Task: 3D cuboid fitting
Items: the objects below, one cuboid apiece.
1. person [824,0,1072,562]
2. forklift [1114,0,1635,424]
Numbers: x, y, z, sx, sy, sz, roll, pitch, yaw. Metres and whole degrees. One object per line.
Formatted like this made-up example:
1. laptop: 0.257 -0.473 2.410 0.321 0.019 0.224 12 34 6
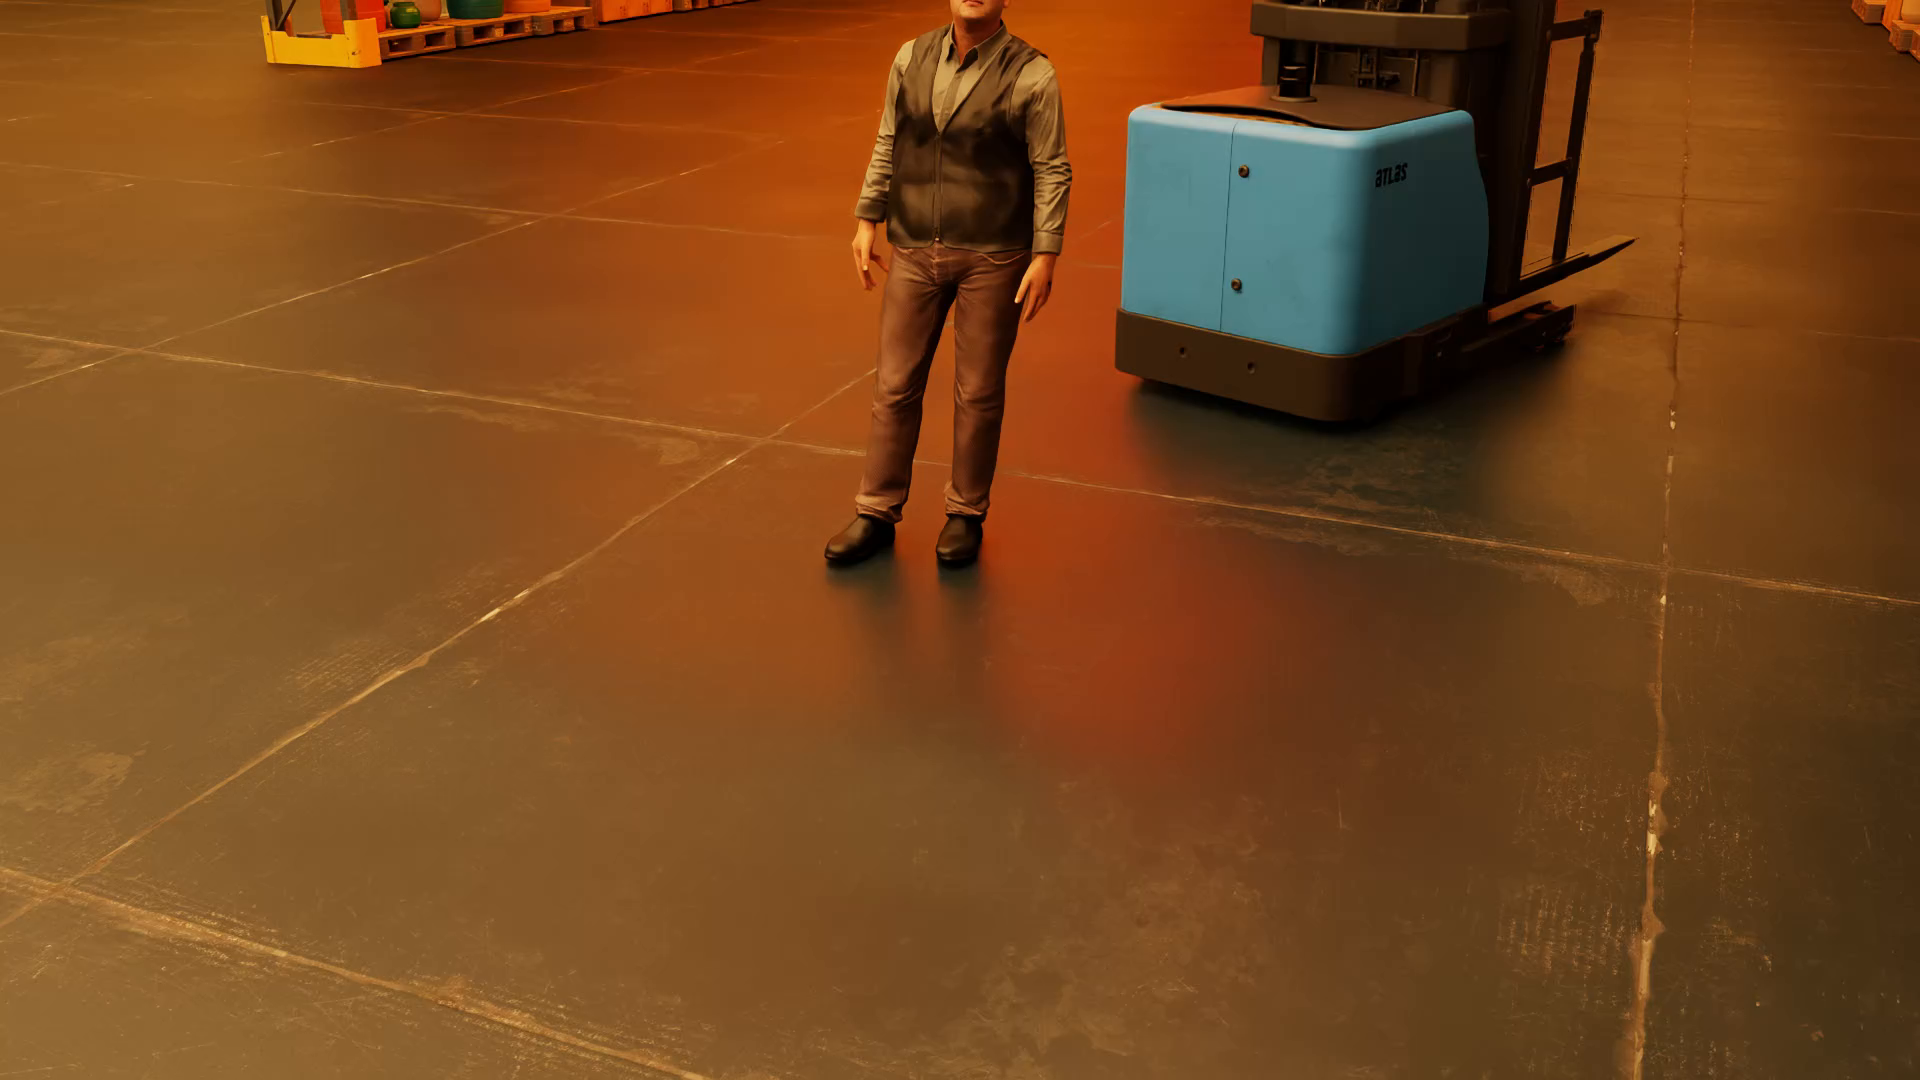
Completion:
1. person: -0.031 -0.780 4.709 0.632 1.720 0.568 9 24 21
2. forklift: 1.974 -2.255 6.688 1.130 2.935 3.031 19 30 39
